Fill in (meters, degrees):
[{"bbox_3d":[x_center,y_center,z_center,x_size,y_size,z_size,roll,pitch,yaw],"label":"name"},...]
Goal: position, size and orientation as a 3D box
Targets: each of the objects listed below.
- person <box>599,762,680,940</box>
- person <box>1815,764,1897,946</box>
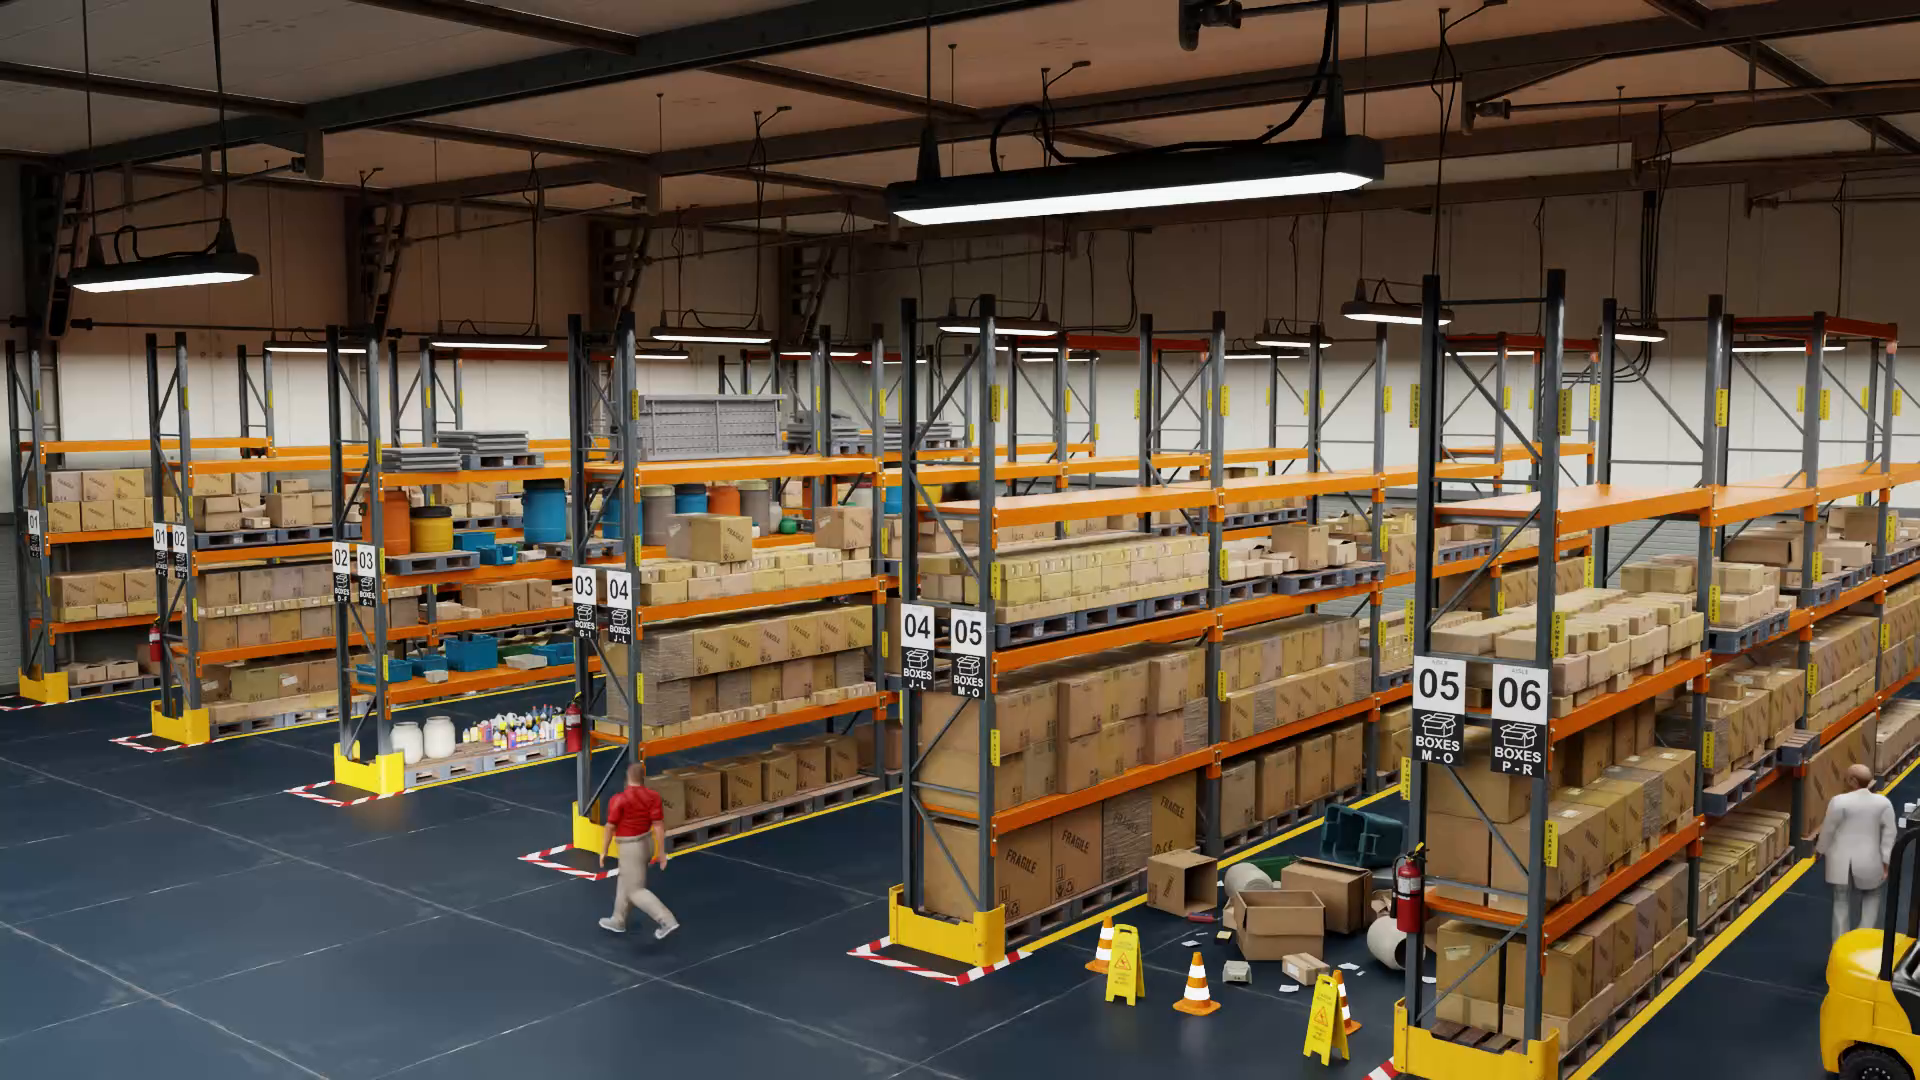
[{"bbox_3d":[-3.051,2.917,15.623,0.999,1.688,0.505,2,5,16],"label":"person"},{"bbox_3d":[8.099,2.929,15.066,0.650,1.828,0.651,4,6,35],"label":"person"}]
